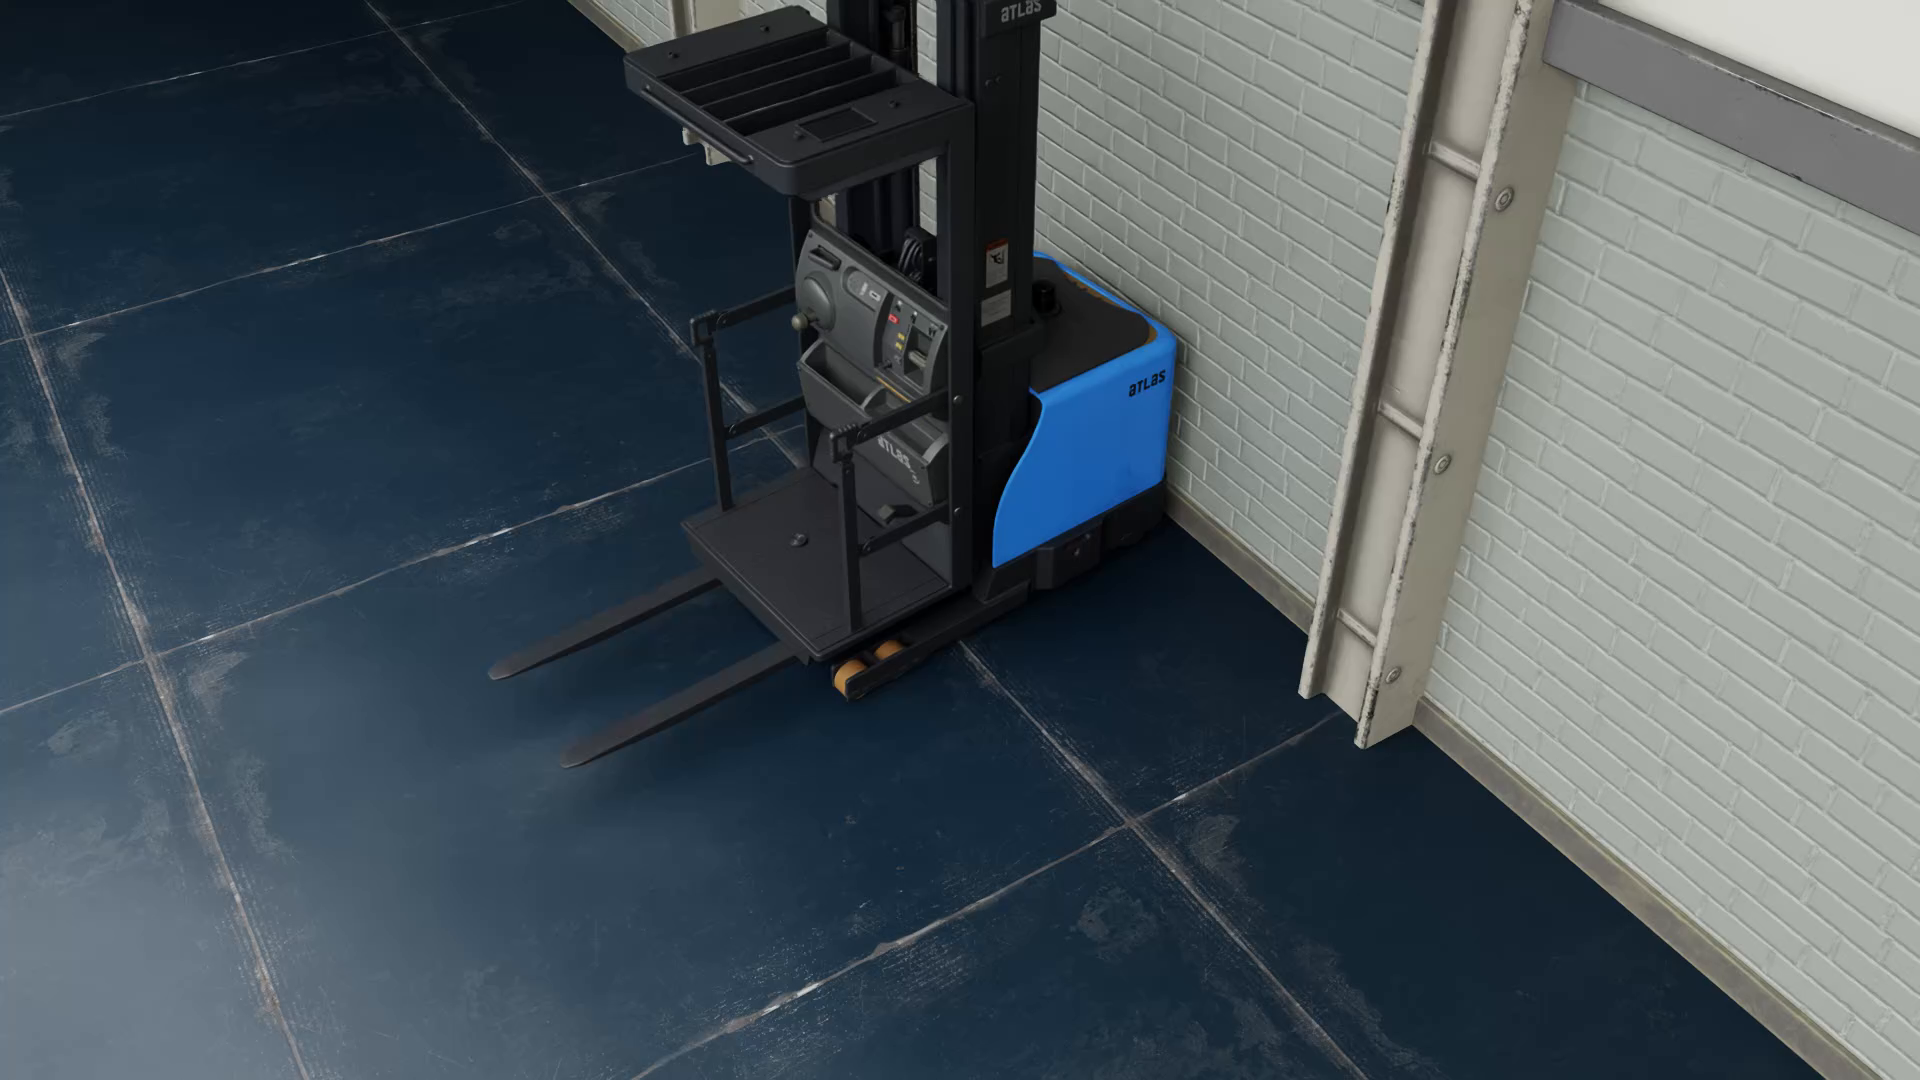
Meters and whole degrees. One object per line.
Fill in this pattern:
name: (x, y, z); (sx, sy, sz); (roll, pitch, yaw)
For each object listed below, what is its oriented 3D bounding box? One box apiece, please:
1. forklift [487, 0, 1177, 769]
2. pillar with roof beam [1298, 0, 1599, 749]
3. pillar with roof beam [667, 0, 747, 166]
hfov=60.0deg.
forklift: (-0.524, -0.845, 6.475); (3.031, 2.935, 1.130); (-27, 47, -28)
pillar with roof beam: (-1.977, -1.285, 2.263); (9.100, 9.000, 0.400); (-22, 45, -24)
pillar with roof beam: (-5.203, -4.523, 6.149); (9.100, 9.000, 0.400); (-22, 45, -24)
